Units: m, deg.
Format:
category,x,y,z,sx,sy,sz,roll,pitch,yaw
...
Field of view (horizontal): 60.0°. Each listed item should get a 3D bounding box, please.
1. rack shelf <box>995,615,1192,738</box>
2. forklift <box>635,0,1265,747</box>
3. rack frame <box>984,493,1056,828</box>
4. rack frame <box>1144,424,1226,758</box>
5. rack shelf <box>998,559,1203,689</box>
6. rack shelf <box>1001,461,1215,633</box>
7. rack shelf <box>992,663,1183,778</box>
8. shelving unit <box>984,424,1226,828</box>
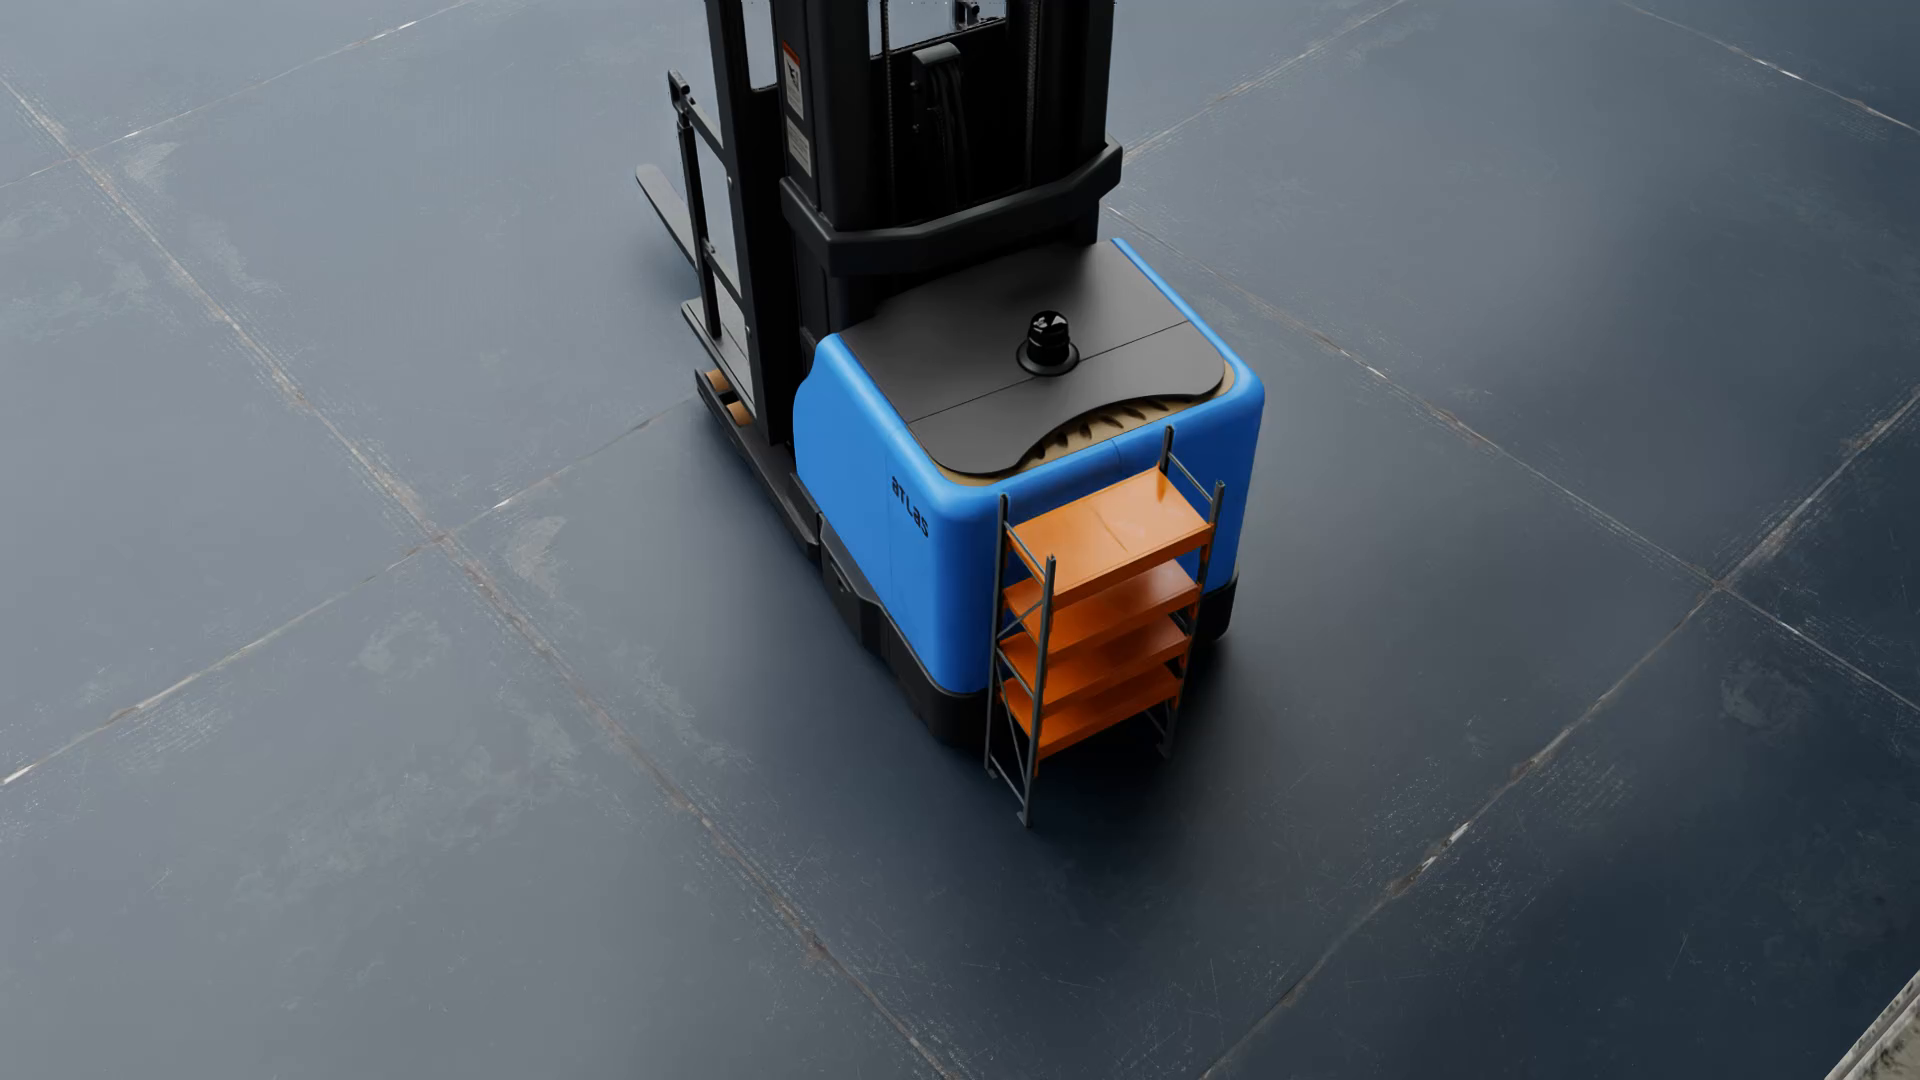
category,x,y,z,sx,sy,sz,roll,pitch,yaw
rack shelf,0.360,0.314,4.558,0.480,0.148,0.258,-23,54,-20
forklift,-0.288,-1.468,4.939,1.130,2.935,3.031,-22,51,-19
rack frame,0.149,0.359,4.424,0.015,1.200,0.240,-23,54,-20
rack frame,0.573,0.180,4.589,0.015,1.200,0.240,-23,54,-20
rack shelf,0.364,0.168,4.388,0.480,0.148,0.258,-23,54,-20
rack shelf,0.369,0.013,4.209,0.480,0.148,0.258,-23,54,-20
rack shelf,0.356,0.443,4.708,0.480,0.148,0.258,-23,54,-20
shelving unit,0.361,0.270,4.507,0.503,1.200,0.258,-23,54,-20
